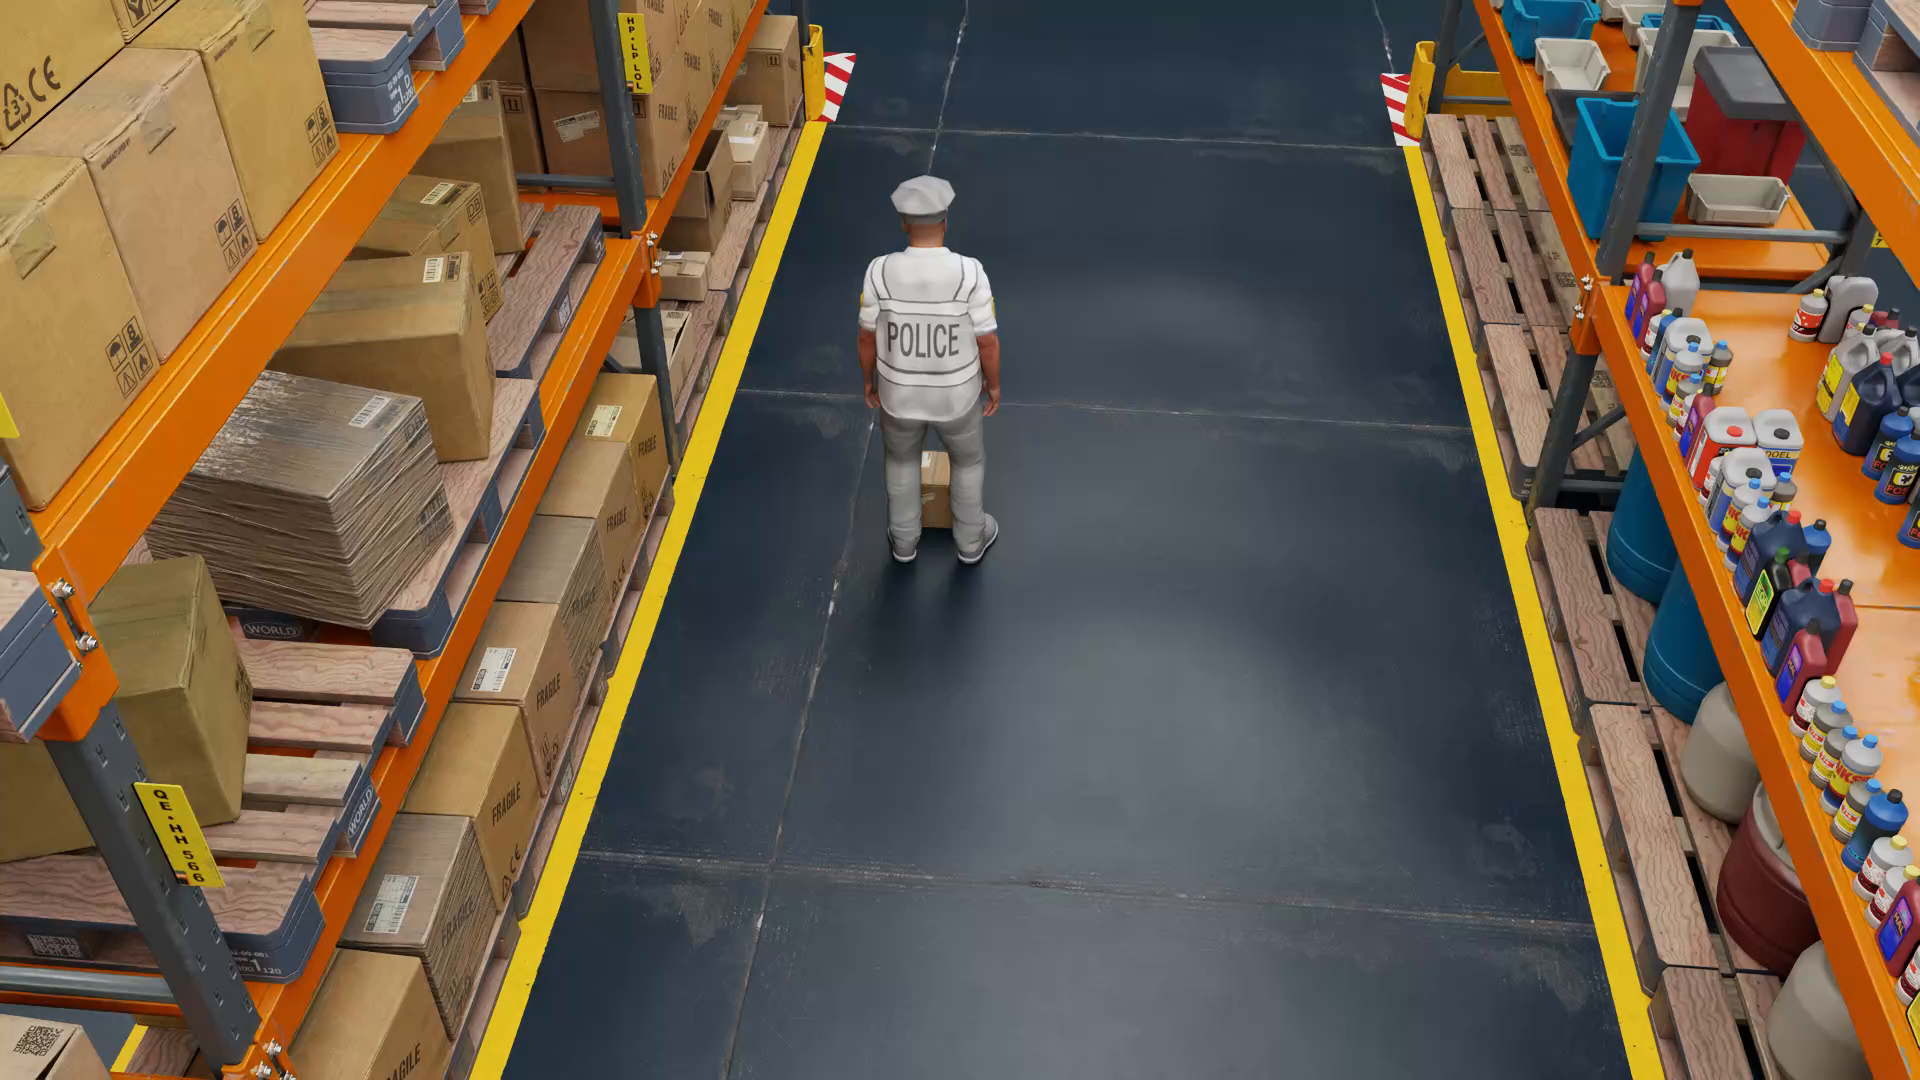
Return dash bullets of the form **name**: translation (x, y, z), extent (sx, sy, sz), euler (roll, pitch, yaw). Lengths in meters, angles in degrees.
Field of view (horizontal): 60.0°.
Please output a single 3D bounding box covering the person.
- **person**: translation (-0.124, -0.632, 6.908), extent (0.586, 1.748, 0.439), euler (3, 40, 4)
